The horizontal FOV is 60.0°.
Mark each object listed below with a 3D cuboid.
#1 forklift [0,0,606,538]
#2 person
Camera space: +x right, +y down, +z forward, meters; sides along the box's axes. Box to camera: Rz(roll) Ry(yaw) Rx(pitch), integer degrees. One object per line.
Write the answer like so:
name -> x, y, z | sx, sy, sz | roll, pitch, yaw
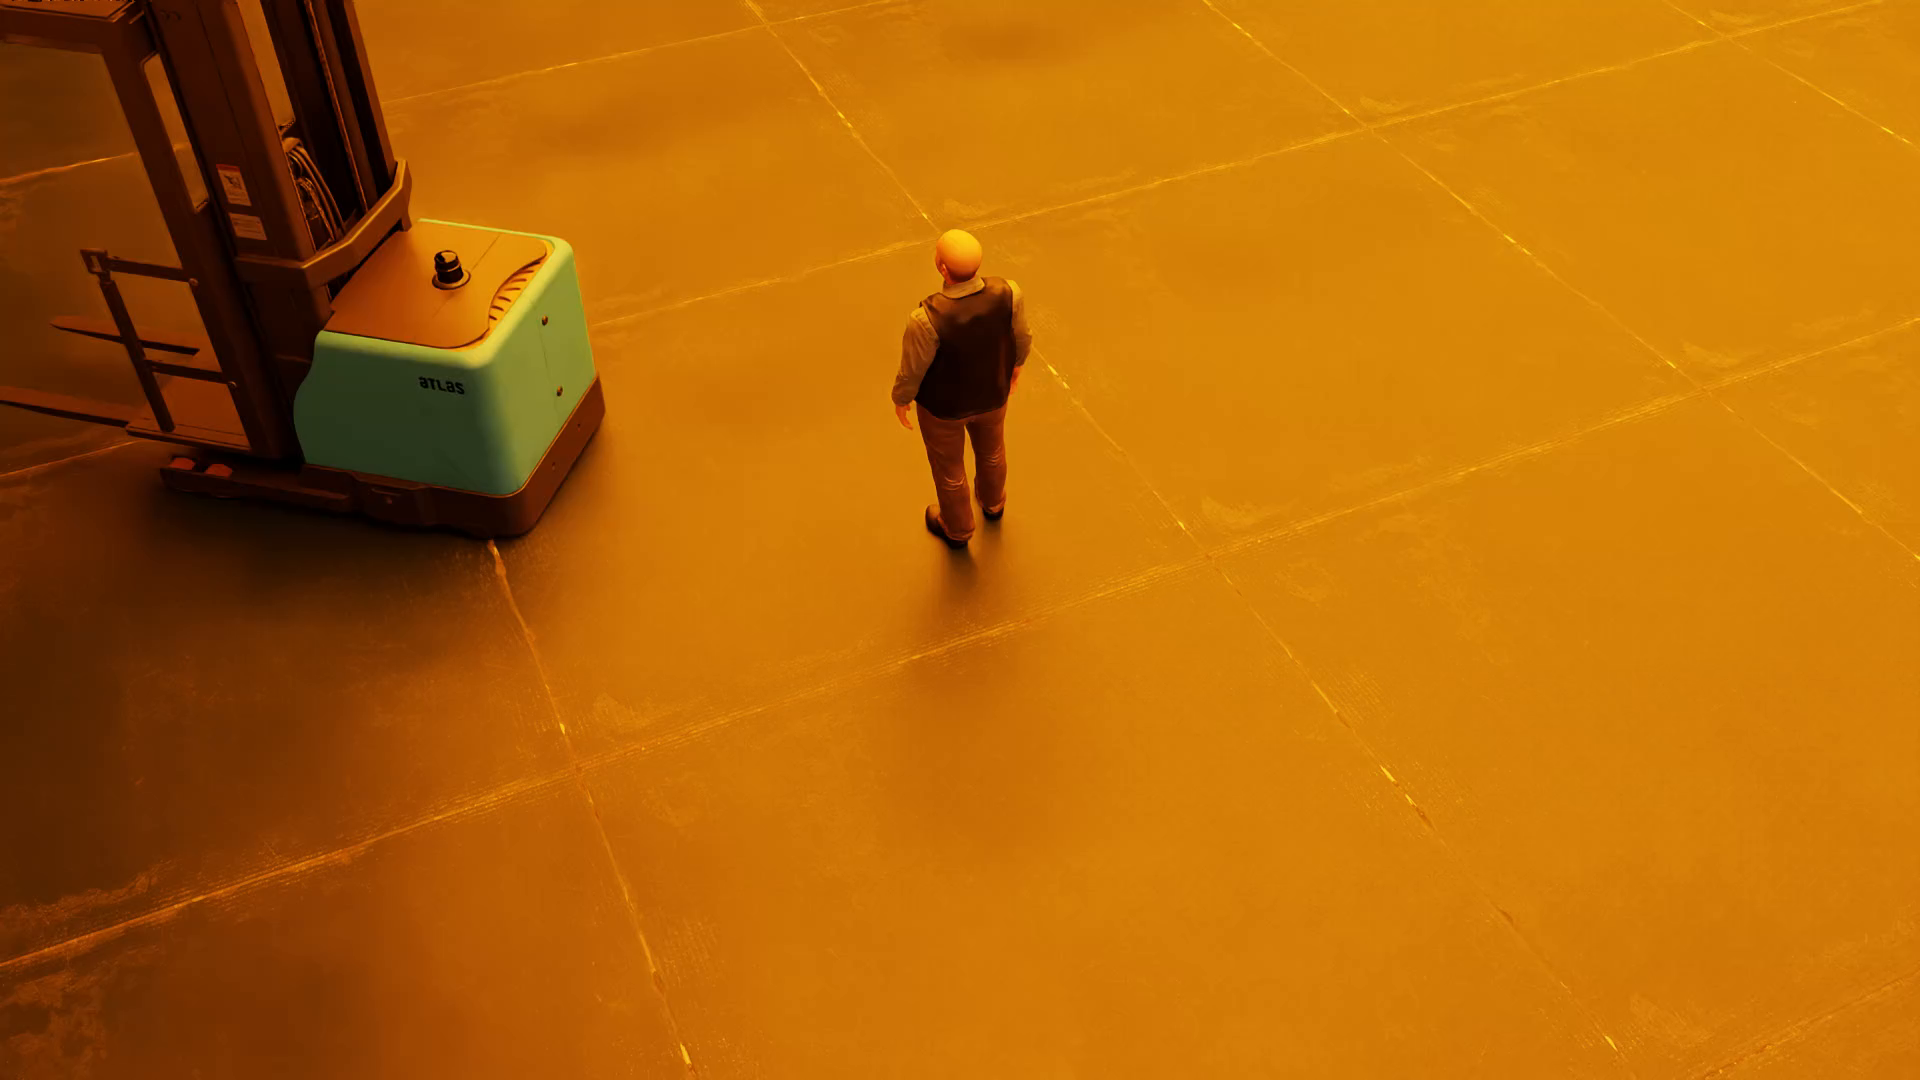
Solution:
forklift -> -3.368, -1.616, 7.412 | 3.031, 2.935, 1.130 | 9, 44, 10
person -> -0.020, -0.676, 7.280 | 0.633, 1.722, 0.566 | -18, 46, -18
